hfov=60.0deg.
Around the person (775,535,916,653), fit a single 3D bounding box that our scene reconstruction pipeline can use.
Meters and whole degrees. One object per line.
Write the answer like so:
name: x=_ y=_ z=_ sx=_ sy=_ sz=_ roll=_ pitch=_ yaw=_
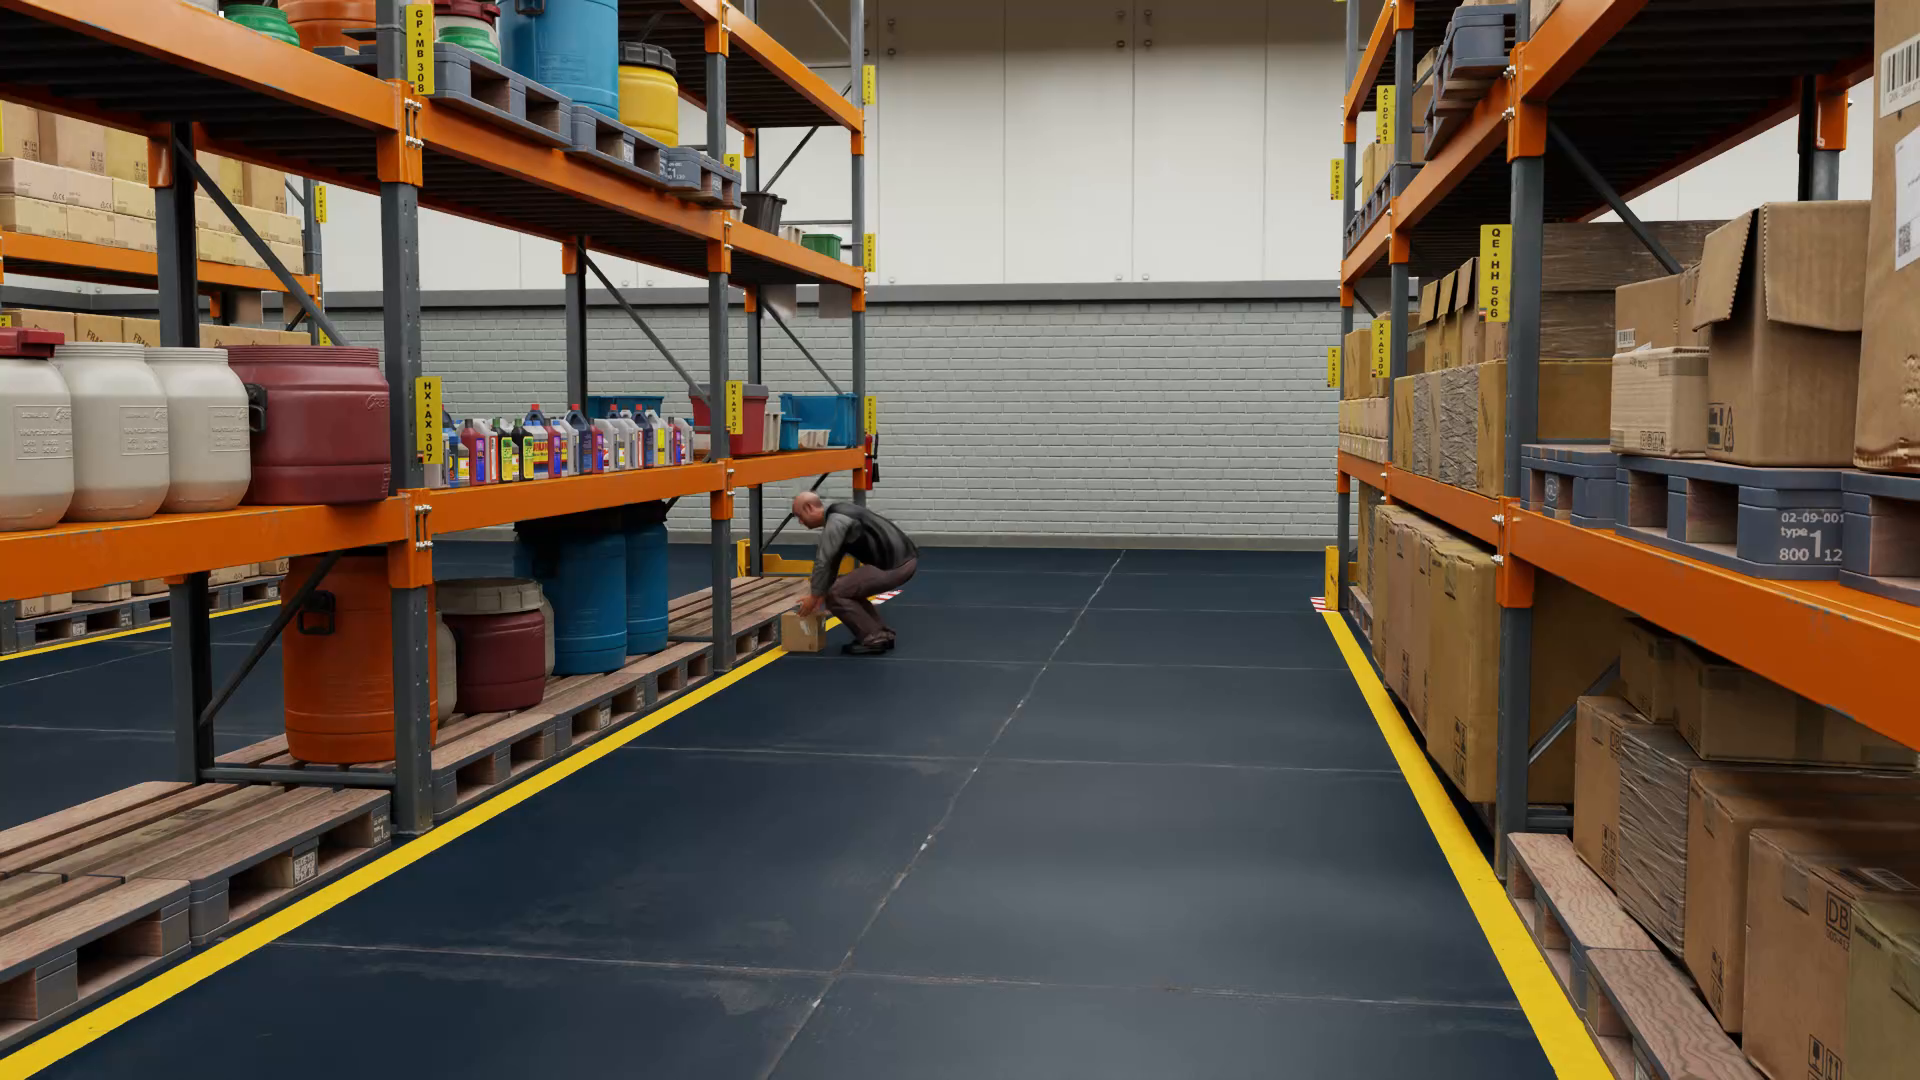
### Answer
person: x=-0.775 y=0.369 z=11.247 sx=0.942 sy=0.797 sz=0.504 roll=1 pitch=4 yaw=7
